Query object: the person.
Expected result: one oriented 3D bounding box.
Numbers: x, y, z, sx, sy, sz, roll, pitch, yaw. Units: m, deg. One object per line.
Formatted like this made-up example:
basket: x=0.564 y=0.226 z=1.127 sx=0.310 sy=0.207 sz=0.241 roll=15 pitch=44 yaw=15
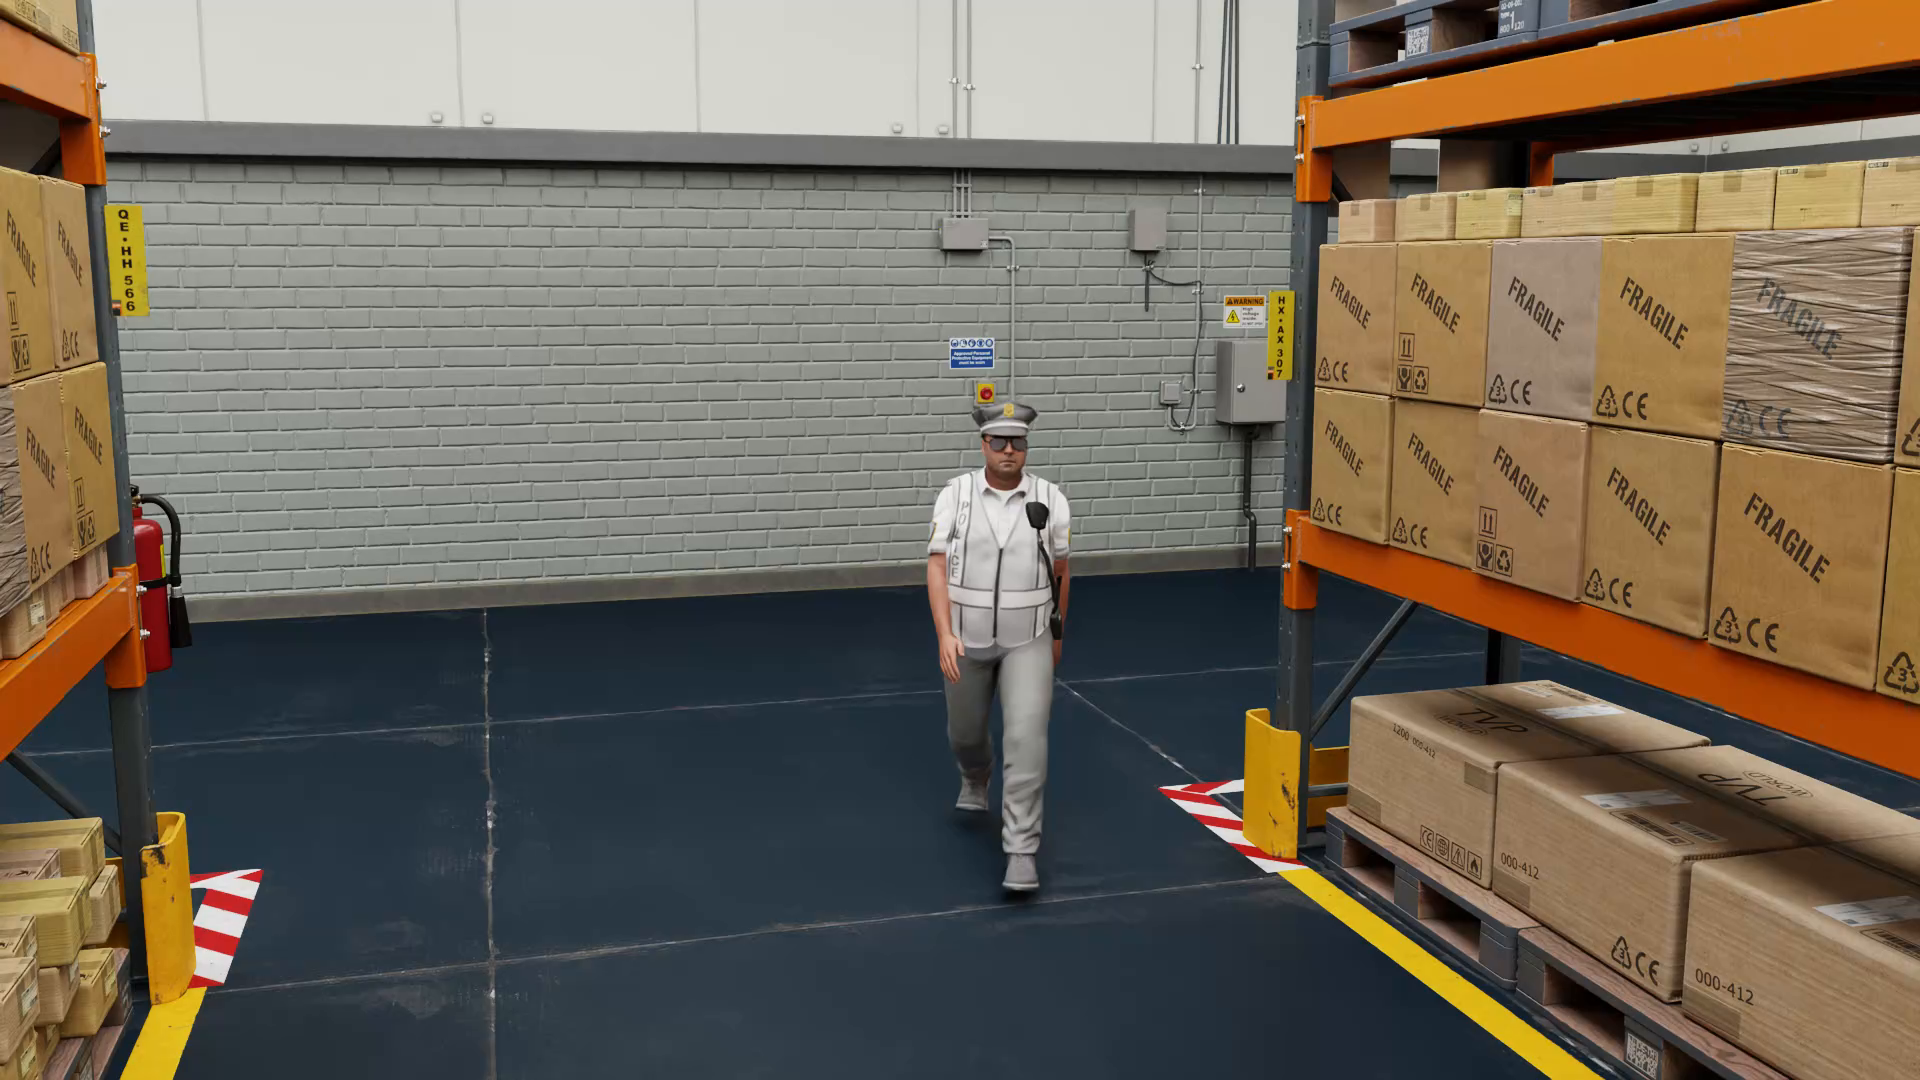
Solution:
person: x=0.142 y=0.337 z=6.196 sx=0.530 sy=1.719 sz=1.049 roll=1 pitch=9 yaw=5
